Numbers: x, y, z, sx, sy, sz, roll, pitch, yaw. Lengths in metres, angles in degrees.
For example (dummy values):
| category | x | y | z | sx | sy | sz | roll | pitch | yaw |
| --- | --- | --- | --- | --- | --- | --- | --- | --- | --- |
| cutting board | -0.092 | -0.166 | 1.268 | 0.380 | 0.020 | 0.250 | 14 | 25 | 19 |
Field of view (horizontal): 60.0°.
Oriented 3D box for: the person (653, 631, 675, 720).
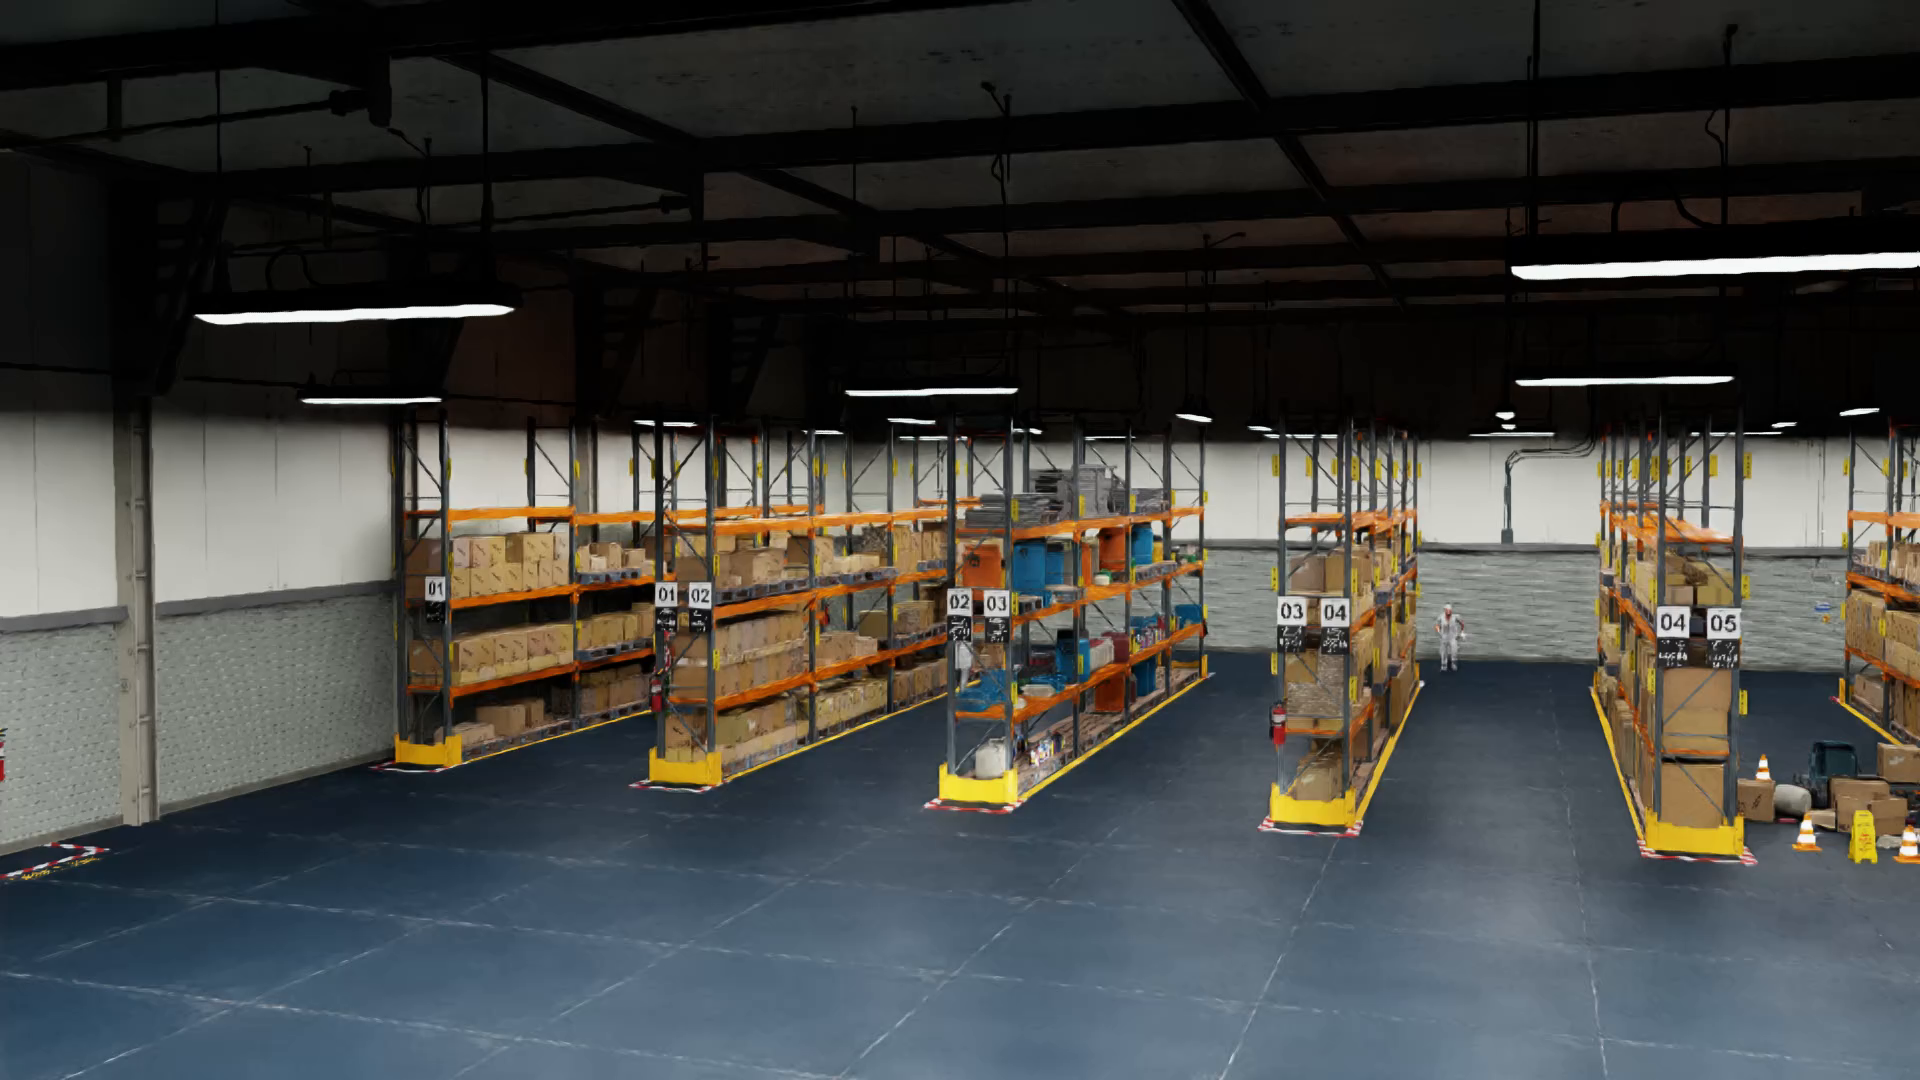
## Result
| category | x | y | z | sx | sy | sz | roll | pitch | yaw |
| --- | --- | --- | --- | --- | --- | --- | --- | --- | --- |
| person | -5.868 | 2.668 | 33.087 | 0.468 | 1.794 | 0.625 | 0 | 2 | -5 |

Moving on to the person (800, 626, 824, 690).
| category | x | y | z | sx | sy | sz | roll | pitch | yaw |
| --- | --- | --- | --- | --- | --- | --- | --- | --- | --- |
| person | -3.199 | 2.641 | 36.108 | 0.445 | 1.590 | 1.076 | 1 | 3 | 16 |

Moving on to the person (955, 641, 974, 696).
| category | x | y | z | sx | sy | sz | roll | pitch | yaw |
| --- | --- | --- | --- | --- | --- | --- | --- | --- | --- |
| person | -0.005 | 2.640 | 35.029 | 0.543 | 1.700 | 1.115 | 1 | 3 | 21 |

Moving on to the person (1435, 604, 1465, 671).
| category | x | y | z | sx | sy | sz | roll | pitch | yaw |
| --- | --- | --- | --- | --- | --- | --- | --- | --- | --- |
| person | 12.008 | 2.408 | 40.801 | 0.688 | 1.712 | 0.782 | 1 | 3 | 23 |
